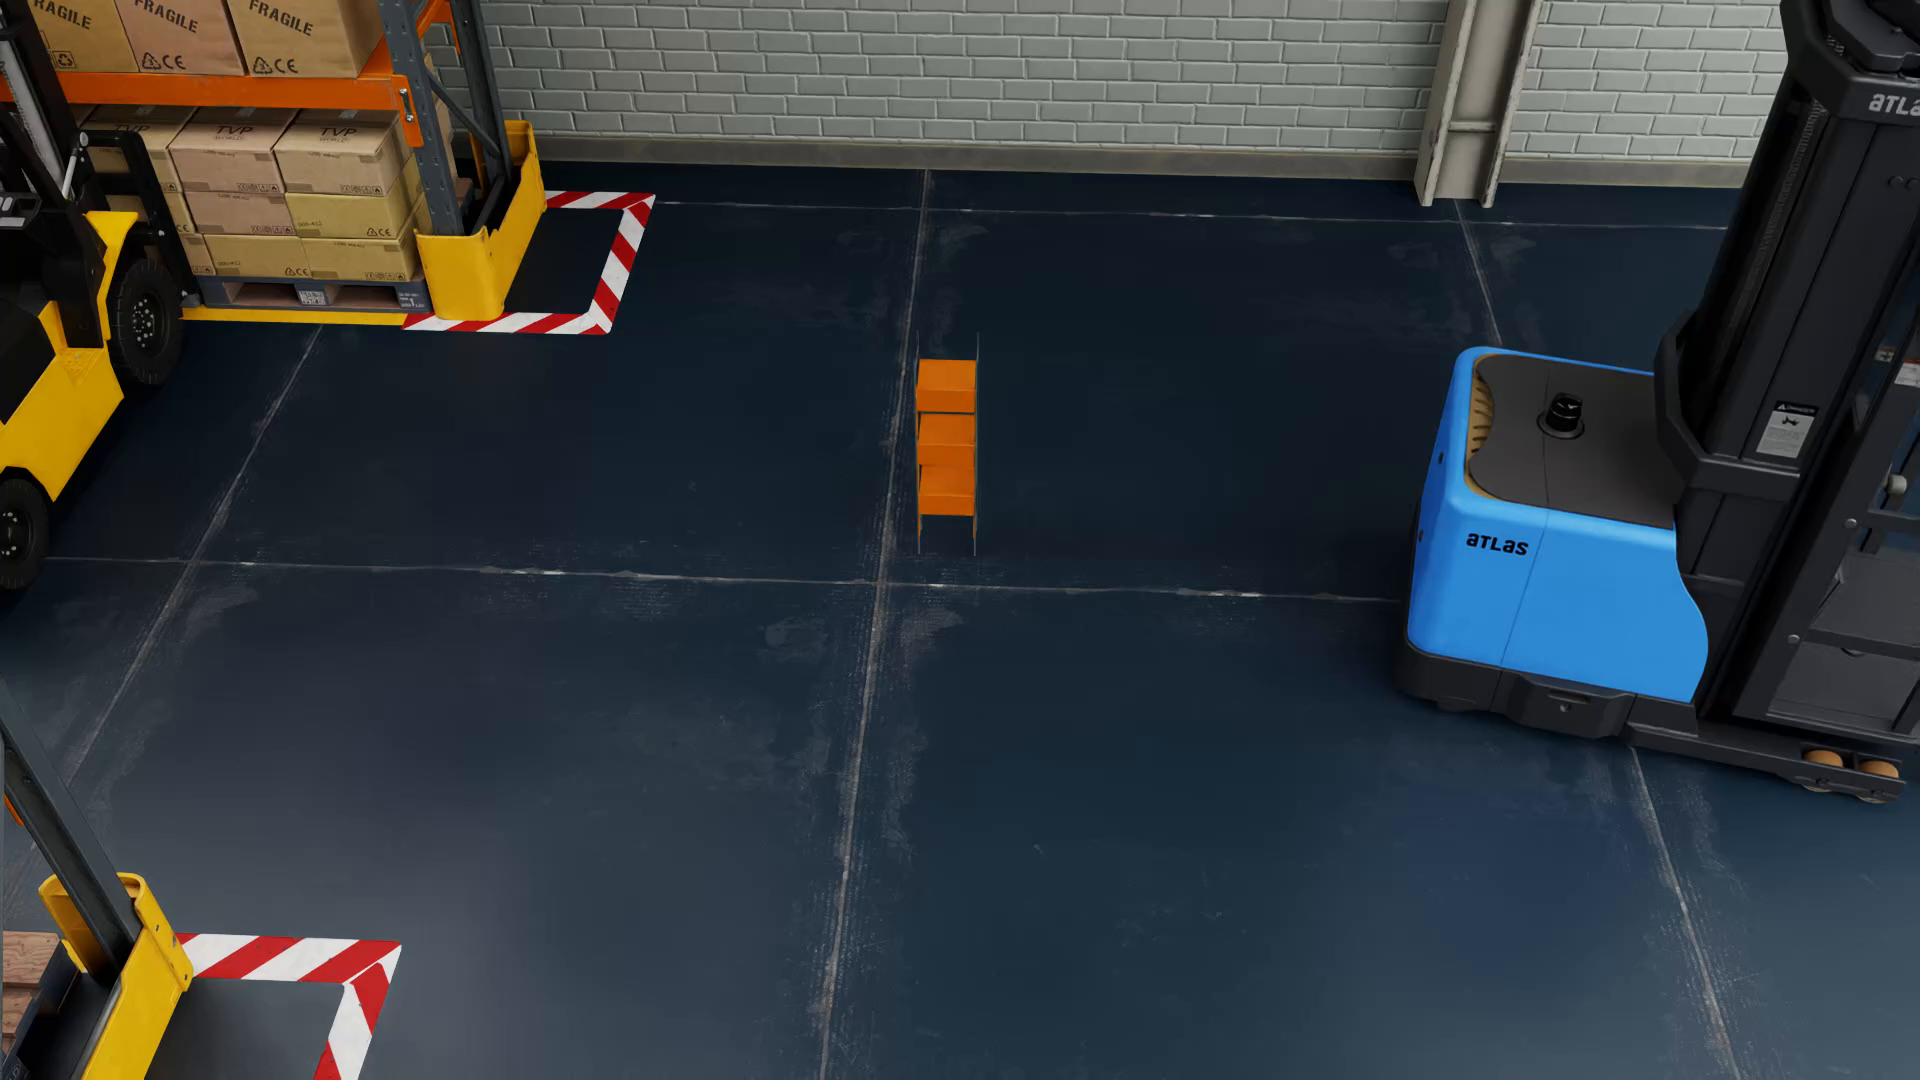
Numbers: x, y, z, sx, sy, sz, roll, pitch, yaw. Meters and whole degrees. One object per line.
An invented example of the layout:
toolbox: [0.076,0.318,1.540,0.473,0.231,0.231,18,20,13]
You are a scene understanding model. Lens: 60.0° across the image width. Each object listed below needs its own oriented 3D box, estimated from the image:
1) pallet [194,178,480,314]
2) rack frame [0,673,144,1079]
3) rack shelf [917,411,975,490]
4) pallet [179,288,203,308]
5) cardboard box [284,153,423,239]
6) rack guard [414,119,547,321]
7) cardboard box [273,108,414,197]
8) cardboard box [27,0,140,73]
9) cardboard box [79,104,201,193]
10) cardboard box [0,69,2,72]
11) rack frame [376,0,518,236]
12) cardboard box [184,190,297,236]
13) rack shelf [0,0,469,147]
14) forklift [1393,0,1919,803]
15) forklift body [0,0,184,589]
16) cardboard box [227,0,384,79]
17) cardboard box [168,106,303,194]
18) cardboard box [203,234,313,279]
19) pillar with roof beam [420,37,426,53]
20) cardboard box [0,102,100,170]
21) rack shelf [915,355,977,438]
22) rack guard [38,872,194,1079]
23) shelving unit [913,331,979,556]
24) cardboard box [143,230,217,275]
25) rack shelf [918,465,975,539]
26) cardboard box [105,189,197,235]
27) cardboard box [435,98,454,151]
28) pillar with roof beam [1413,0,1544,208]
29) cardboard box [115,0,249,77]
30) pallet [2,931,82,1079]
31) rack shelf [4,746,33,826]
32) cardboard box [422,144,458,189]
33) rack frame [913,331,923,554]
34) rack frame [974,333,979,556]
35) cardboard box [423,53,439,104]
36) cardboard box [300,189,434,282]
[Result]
pallet: [-3.307,-1.599,8.897,1.213,0.211,1.003,2,43,2]
rack frame: [-2.761,0.755,4.324,0.127,3.000,1.000,2,43,2]
rack shelf: [-0.053,-0.378,6.986,0.240,0.259,0.215,2,43,2]
pallet: [-4.522,-1.639,8.939,1.213,0.211,1.003,2,43,2]
cardboard box: [-3.041,-1.757,8.363,0.500,0.250,0.500,1,43,1]
rack guard: [-2.517,-1.709,8.803,0.348,0.500,1.175,2,43,2]
cardboard box: [-3.015,-1.940,8.193,0.500,0.250,0.500,3,43,3]
cardboard box: [-4.074,-2.535,7.783,0.500,0.500,0.500,1,43,1]
cardboard box: [-4.030,-1.960,8.215,0.500,0.250,0.500,2,43,2]
cardboard box: [-4.577,-2.543,7.791,0.500,0.500,0.500,2,43,2]
rack frame: [-2.541,-2.625,7.952,0.127,3.000,1.000,2,43,2]
cardboard box: [-3.542,-1.780,8.388,0.500,0.250,0.500,1,43,1]
rack shelf: [-4.539,-2.423,8.263,4.000,0.370,1.077,2,43,2]
forklift: [3.304,-0.487,5.707,3.031,2.935,1.130,11,44,11]
forklift body: [-4.517,-1.130,6.970,1.214,2.155,2.313,2,43,2]
cardboard box: [-3.044,-2.497,7.742,0.500,0.500,0.500,1,43,1]
cardboard box: [-3.525,-1.951,8.205,0.500,0.250,0.500,2,43,3]
cardboard box: [-3.521,-1.593,8.554,0.500,0.250,0.500,2,43,2]
pillar with roof beam: [-3.390,-2.523,3.442,0.400,9.000,9.100,2,43,2]
cardboard box: [-4.535,-1.981,8.237,0.500,0.250,0.500,1,43,1]
rack shelf: [-0.053,-0.586,6.793,0.240,0.259,0.215,2,43,2]
rack guard: [-2.836,1.668,5.178,0.348,0.500,1.175,2,43,2]
shelving unit: [-0.053,-0.386,6.979,0.252,1.050,0.215,2,43,2]
cardboard box: [-4.020,-1.615,8.577,0.500,0.250,0.500,2,43,2]
rack shelf: [-0.053,-0.175,7.176,0.240,0.259,0.215,2,43,2]
cardboard box: [-4.058,-1.781,8.389,0.500,0.250,0.500,1,43,1]
cardboard box: [-3.001,-2.111,8.743,0.500,0.250,0.500,2,43,3]
pillar with roof beam: [2.604,-2.339,3.245,0.400,9.000,9.100,2,43,2]
cardboard box: [-3.562,-2.520,7.766,0.500,0.500,0.500,3,43,3]
pallet: [-3.646,1.724,5.329,1.213,0.211,1.003,2,43,2]
rack shelf: [-4.758,0.957,4.635,4.000,0.370,1.077,2,43,2]
cardboard box: [-3.023,-1.920,8.905,0.500,0.250,0.500,2,43,2]
rack frame: [-0.175,-0.390,6.983,0.008,1.050,0.200,2,43,2]
rack frame: [0.068,-0.382,6.975,0.008,1.050,0.200,2,43,2]
cardboard box: [-3.012,-2.282,8.560,0.500,0.250,0.500,1,43,1]
cardboard box: [-3.024,-1.571,8.531,0.500,0.250,0.500,2,43,2]
